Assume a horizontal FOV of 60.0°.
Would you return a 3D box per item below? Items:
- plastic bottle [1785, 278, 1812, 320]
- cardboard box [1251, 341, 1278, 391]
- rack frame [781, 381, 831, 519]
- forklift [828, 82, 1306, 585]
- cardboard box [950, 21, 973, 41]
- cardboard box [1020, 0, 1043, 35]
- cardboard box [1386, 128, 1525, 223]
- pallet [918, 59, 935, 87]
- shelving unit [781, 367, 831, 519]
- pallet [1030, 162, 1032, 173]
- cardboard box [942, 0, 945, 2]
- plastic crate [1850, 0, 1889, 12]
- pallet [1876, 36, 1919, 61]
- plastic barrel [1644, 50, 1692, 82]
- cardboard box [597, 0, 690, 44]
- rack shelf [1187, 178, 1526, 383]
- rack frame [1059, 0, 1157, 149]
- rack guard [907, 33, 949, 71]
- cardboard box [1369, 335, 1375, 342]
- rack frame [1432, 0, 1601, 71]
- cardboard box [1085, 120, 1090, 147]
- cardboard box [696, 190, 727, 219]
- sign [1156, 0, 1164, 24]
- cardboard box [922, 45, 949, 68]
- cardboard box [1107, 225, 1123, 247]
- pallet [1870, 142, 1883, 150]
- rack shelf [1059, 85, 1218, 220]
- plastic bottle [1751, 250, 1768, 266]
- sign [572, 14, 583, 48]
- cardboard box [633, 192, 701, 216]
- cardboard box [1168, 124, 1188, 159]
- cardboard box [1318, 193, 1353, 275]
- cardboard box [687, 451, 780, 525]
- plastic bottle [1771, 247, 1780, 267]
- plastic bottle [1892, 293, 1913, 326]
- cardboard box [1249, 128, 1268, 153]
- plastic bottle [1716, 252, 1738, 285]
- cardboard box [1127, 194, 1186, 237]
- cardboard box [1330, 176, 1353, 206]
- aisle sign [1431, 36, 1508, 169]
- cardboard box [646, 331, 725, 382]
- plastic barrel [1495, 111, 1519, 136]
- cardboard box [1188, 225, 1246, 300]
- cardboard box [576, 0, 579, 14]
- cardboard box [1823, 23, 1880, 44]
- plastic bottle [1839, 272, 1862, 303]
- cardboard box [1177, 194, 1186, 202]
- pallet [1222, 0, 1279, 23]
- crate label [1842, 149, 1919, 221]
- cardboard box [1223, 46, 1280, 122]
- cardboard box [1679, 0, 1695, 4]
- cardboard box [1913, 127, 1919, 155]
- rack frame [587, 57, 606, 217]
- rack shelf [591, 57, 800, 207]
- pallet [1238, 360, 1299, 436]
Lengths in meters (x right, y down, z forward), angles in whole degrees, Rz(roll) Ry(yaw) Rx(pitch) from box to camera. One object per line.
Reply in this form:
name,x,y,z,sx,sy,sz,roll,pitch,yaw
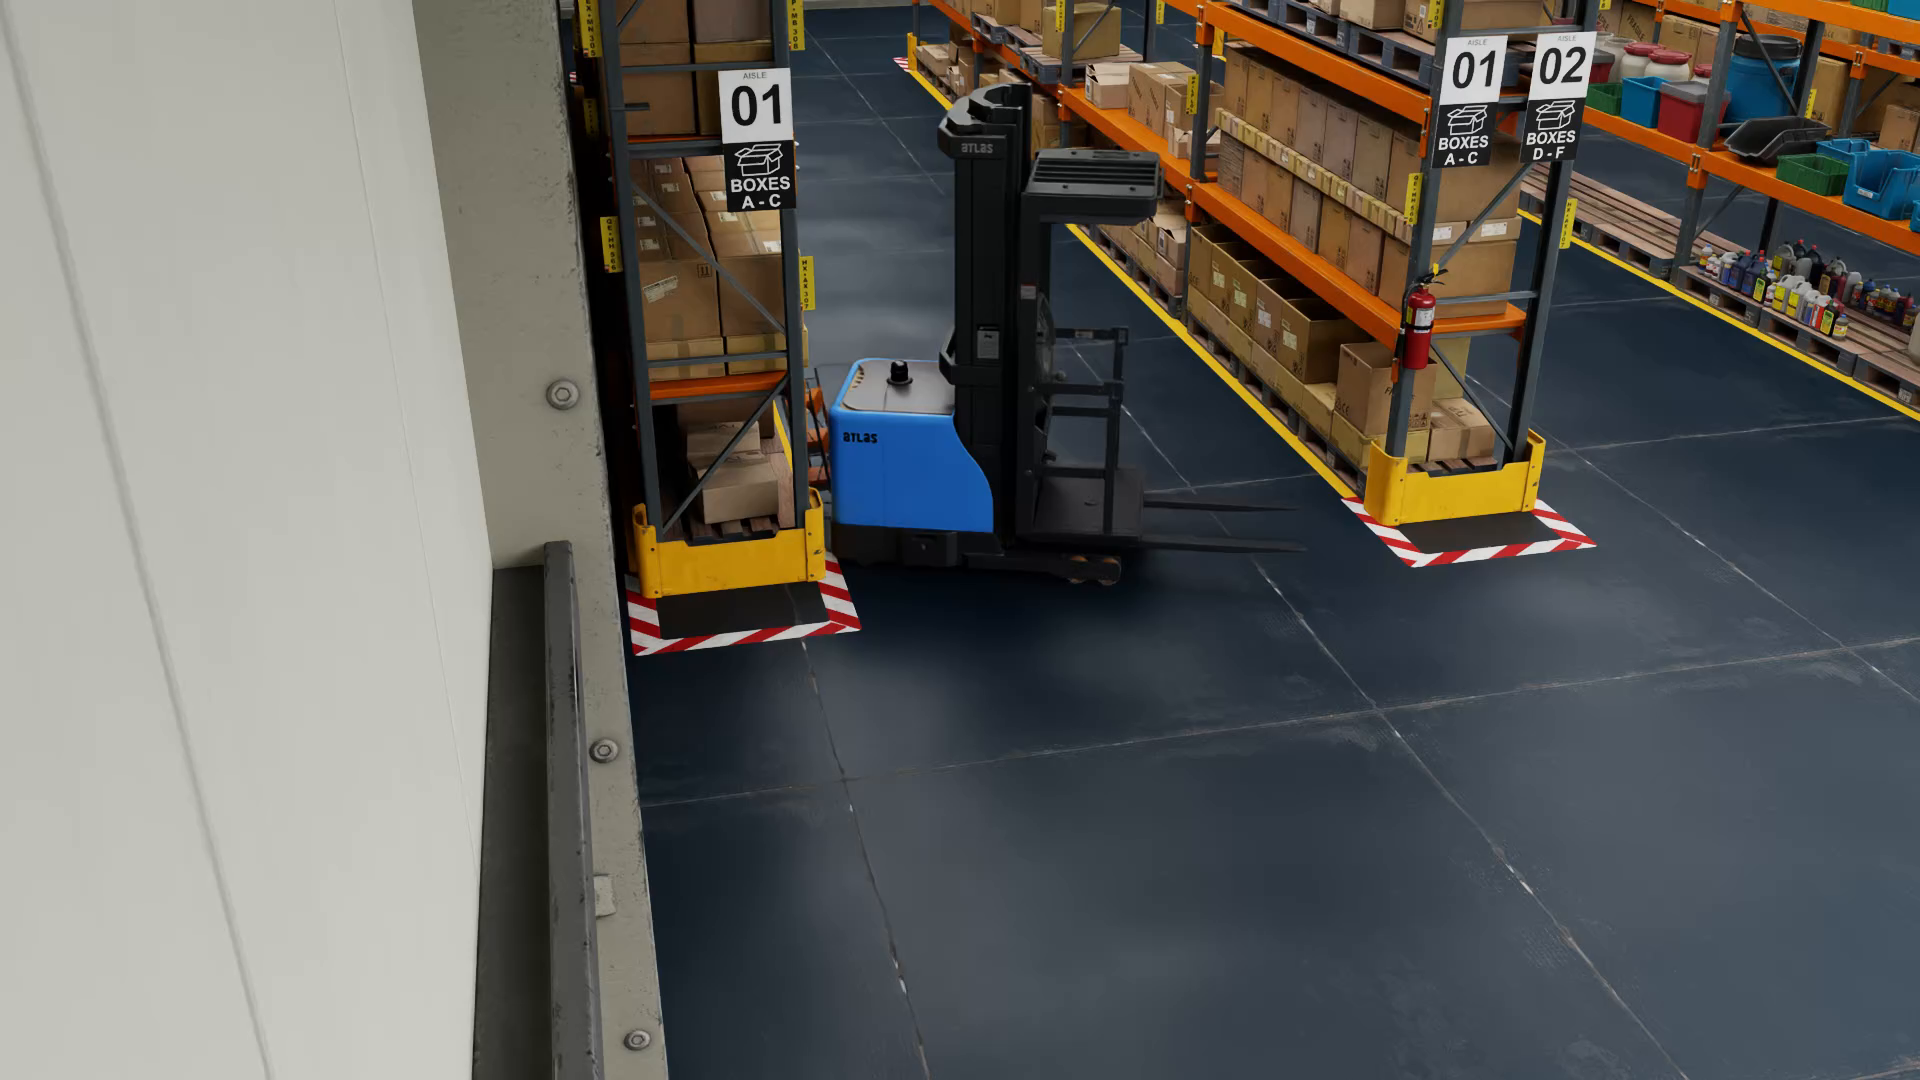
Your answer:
plastic bottle,7.271,-2.098,14.375,0.144,0.351,0.185,-5,27,-9
cardboard box,2.630,-1.397,13.121,0.500,0.250,0.500,-6,27,-12
rack frame,-0.994,-0.553,10.998,0.200,1.050,0.008,-5,25,12
forklift,0.719,-1.280,10.380,3.031,2.935,1.130,3,27,6
cardboard box,0.145,-7.465,24.843,0.500,0.500,0.500,-6,27,-12
cardboard box,1.142,-6.305,19.682,0.700,0.500,0.500,-13,30,-25
cardboard box,3.284,-2.427,11.026,0.700,0.500,0.500,-6,27,-11
pallet,-0.020,-6.970,24.672,1.003,0.211,1.213,-6,27,-12
shelving unit,-0.976,-0.607,11.106,0.215,1.050,0.252,-5,25,12
pallet,1.182,-4.707,20.189,1.003,0.211,1.213,-6,27,-12
cardboard box,-0.032,-7.755,23.021,0.500,0.500,0.500,-6,27,-11
plastic crate,7.404,-4.356,13.303,0.336,0.188,0.450,-6,27,-12
pallet,11.502,-5.703,19.279,1.213,0.211,1.003,-6,27,-12
plastic barrel,7.146,-4.657,16.842,0.433,0.535,0.433,0,27,0
cardboard box,-1.789,-3.071,9.281,0.500,0.500,0.500,-5,27,-9
rack shelf,2.938,-2.131,12.788,1.077,0.370,4.000,-6,27,-12
rack frame,1.585,-5.086,17.844,1.000,3.000,0.127,-6,27,-12
rack guard,-0.200,-7.449,25.300,1.175,0.500,0.348,-6,27,-12
cardboard box,3.244,-1.564,12.620,0.500,0.500,0.500,-6,27,-12
rack frame,3.388,-4.252,9.535,1.000,3.000,0.127,-6,27,-12
cardboard box,1.638,-4.625,19.216,0.500,0.500,0.500,-7,28,-13
cardboard box,-1.464,-2.032,11.105,0.500,0.500,0.500,-7,28,-13
sign,2.125,-5.661,17.698,0.100,0.325,0.005,-6,27,-12
cardboard box,-0.259,-7.080,24.358,0.500,0.250,0.500,-6,27,-12
cardboard box,1.770,-3.113,16.521,0.500,0.250,0.500,-5,27,-11
pallet,11.412,-4.502,19.783,1.003,0.211,1.213,-6,27,-12
rack shelf,2.036,-3.887,16.267,1.077,0.370,4.000,-6,27,-12
plastic bottle,7.232,-2.464,15.100,0.144,0.351,0.185,-6,27,-12
sign,-3.780,-5.041,16.469,0.100,0.325,0.005,-6,27,-12
cardboard box,-1.975,-1.980,11.003,0.500,0.500,0.500,-7,28,-13
cardboard box,2.110,-3.638,15.123,0.396,0.266,0.258,-7,28,-13
cardboard box,3.066,-2.274,12.161,0.700,0.500,0.500,-6,27,-11
cardboard box,-1.505,-0.378,11.013,0.500,0.311,0.500,-9,28,-17
plastic bottle,7.699,-2.651,15.637,0.097,0.201,0.097,0,27,0
plastic bottle,8.077,-1.988,14.233,0.061,0.283,0.133,-5,27,-11
cardboard box,2.536,-3.189,13.254,0.380,0.149,0.250,-6,27,-12
plastic bottle,7.058,-2.488,15.232,0.152,0.276,0.135,-5,27,-10
cardboard box,1.883,-3.136,15.944,0.500,0.311,0.500,-6,27,-12
cardboard box,2.884,-2.510,11.909,0.380,0.149,0.250,-5,27,-10
aisle sign,3.117,-2.676,10.184,0.394,0.787,0.004,-6,27,-12
cardboard box,-1.731,-1.197,10.283,0.500,0.250,0.500,-6,27,-11
plastic barrel,6.285,-5.019,19.654,0.600,0.830,0.708,-6,27,-12
cardboard box,2.286,-2.390,14.255,0.500,0.500,0.500,-6,27,-12
cardboard box,-4.283,-6.296,19.779,0.500,0.500,0.500,-7,28,-13
cardboard box,10.885,-6.327,20.191,0.500,0.500,0.500,-5,27,-10
plastic bottle,7.888,-2.261,14.781,0.152,0.276,0.135,-5,27,-11
cardboard box,2.411,-3.195,16.060,0.500,0.311,0.500,-7,28,-13
pallet,2.704,-4.258,12.973,1.003,0.211,1.213,-6,27,-12
crate label,7.537,-2.872,13.418,0.502,0.435,0.616,-6,27,-12
cardboard box,2.593,-3.760,13.666,0.700,0.500,0.500,-6,27,-11
cardboard box,10.196,-7.664,22.840,0.500,0.500,0.500,-6,27,-11
cardboard box,11.546,-4.637,19.240,0.700,0.500,0.500,-8,28,-16
rack frame,-3.240,-4.582,16.845,1.000,3.000,0.127,-6,27,-12
rack shelf,-1.888,-2.965,11.112,1.077,0.370,4.000,-6,27,-12
pallet,2.904,-1.195,13.230,1.003,0.211,1.213,-6,27,-12
